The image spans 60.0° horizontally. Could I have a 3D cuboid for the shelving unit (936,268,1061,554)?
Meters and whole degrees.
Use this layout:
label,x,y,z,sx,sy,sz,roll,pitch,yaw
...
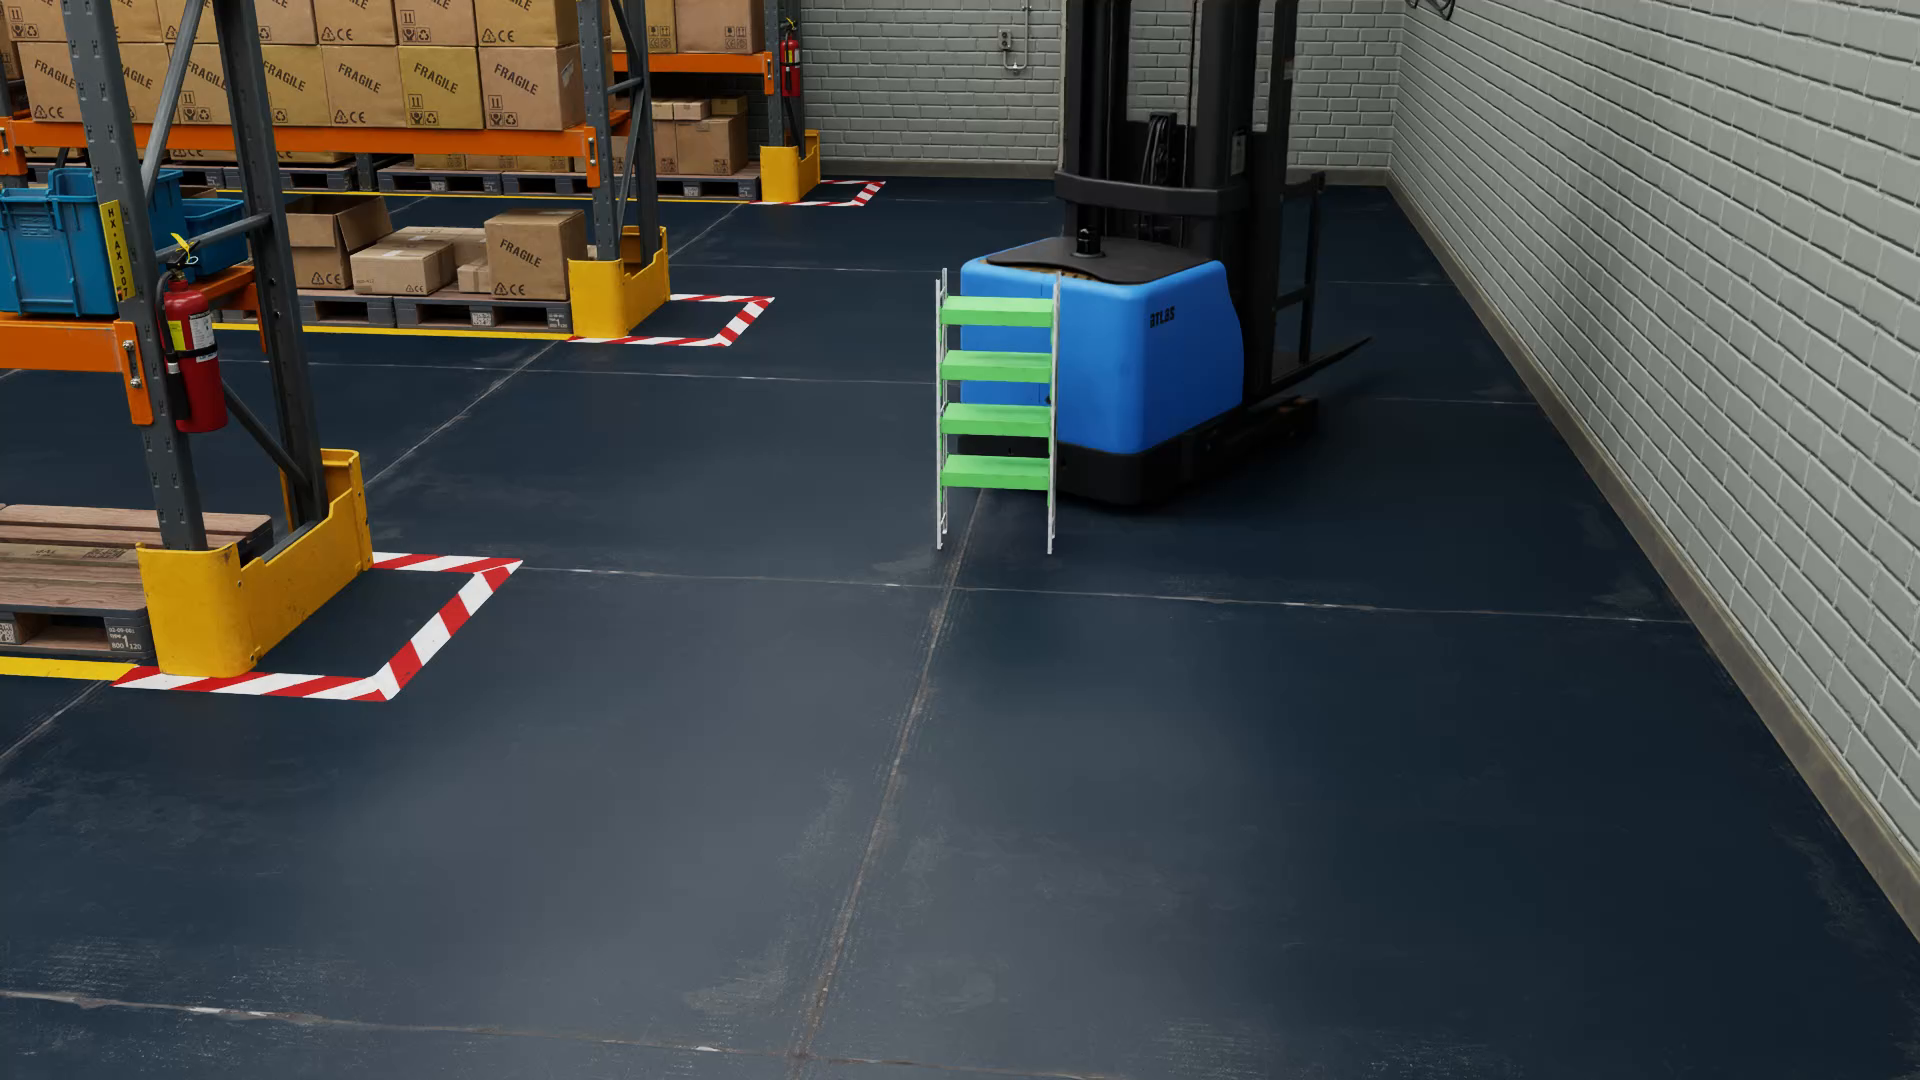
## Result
label,x,y,z,sx,sy,sz,roll,pitch,yaw
shelving unit,0.164,-0.551,7.201,0.503,1.200,0.258,2,22,6

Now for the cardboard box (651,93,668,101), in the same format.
label,x,y,z,sx,sy,sz,roll,pitch,yaw
cardboard box,-2.932,-4.144,15.789,0.250,0.149,0.380,3,22,7

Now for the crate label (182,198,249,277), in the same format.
label,x,y,z,sx,sy,sz,roll,pitch,yaw
crate label,-2.993,-1.179,6.489,0.303,0.233,0.416,2,22,6

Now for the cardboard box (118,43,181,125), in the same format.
label,x,y,z,sx,sy,sz,roll,pitch,yaw
cardboard box,-5.189,-2.984,10.771,0.500,0.500,0.500,3,22,7

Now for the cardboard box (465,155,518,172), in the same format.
label,x,y,z,sx,sy,sz,roll,pitch,yaw
cardboard box,-4.364,-3.829,15.873,0.500,0.500,0.700,2,22,6

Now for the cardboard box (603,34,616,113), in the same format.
label,x,y,z,sx,sy,sz,roll,pitch,yaw
cardboard box,-2.610,-3.069,10.986,0.500,0.500,0.500,3,22,7

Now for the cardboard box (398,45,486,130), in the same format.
label,x,y,z,sx,sy,sz,roll,pitch,yaw
cardboard box,-3.192,-2.895,10.545,0.500,0.500,0.500,3,22,7

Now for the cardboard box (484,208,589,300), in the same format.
label,x,y,z,sx,sy,sz,roll,pitch,yaw
cardboard box,-2.769,-1.883,10.923,0.500,0.500,0.500,2,22,6

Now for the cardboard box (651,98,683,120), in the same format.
label,x,y,z,sx,sy,sz,roll,pitch,yaw
cardboard box,-2.730,-3.994,15.408,0.250,0.149,0.380,3,22,8

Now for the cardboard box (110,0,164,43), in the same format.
label,x,y,z,sx,sy,sz,roll,pitch,yaw
cardboard box,-5.225,-3.446,10.581,0.500,0.500,0.500,2,22,5

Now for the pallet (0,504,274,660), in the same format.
label,x,y,z,sx,sy,sz,roll,pitch,yaw
pallet,-3.601,0.148,6.777,1.213,0.211,1.003,2,22,6

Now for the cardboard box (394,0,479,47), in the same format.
label,x,y,z,sx,sy,sz,roll,pitch,yaw
cardboard box,-3.176,-3.359,10.360,0.500,0.500,0.500,3,22,8

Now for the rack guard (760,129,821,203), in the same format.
label,x,y,z,sx,sy,sz,roll,pitch,yaw
rack guard,-1.597,-3.552,15.745,0.348,0.500,1.175,2,22,6

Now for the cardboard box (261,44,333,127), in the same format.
label,x,y,z,sx,sy,sz,roll,pitch,yaw
cardboard box,-4.188,-2.940,10.660,0.500,0.500,0.500,2,22,6

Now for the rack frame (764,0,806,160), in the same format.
label,x,y,z,sx,sy,sz,roll,pitch,yaw
rack frame,-1.621,-4.716,15.288,0.127,3.000,1.000,2,22,6

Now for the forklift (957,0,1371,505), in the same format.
label,x,y,z,sx,sy,sz,roll,pitch,yaw
forklift,1.275,-2.002,8.518,1.130,2.935,3.031,15,26,34

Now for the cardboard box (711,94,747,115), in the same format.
label,x,y,z,sx,sy,sz,roll,pitch,yaw
cardboard box,-2.180,-4.111,15.706,0.250,0.149,0.380,3,22,7

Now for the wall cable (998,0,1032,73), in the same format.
label,x,y,z,sx,sy,sz,roll,pitch,yaw
wall cable,-0.238,-5.478,15.834,1.851,1.984,0.084,2,22,6

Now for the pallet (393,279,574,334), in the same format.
label,x,y,z,sx,sy,sz,roll,pitch,yaw
pallet,-3.067,-1.647,11.320,1.213,0.211,1.003,2,22,6

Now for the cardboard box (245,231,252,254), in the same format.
label,x,y,z,sx,sy,sz,roll,pitch,yaw
cardboard box,-4.828,-2.081,11.681,0.500,0.311,0.500,2,22,6

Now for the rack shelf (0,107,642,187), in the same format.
label,x,y,z,sx,sy,sz,roll,pitch,yaw
rack shelf,-4.186,-2.659,11.064,4.000,0.370,1.077,2,22,6

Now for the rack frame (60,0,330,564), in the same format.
label,x,y,z,sx,sy,sz,roll,pitch,yaw
rack frame,-2.787,-1.099,6.139,0.127,3.000,1.000,2,22,6

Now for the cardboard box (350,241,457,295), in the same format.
label,x,y,z,sx,sy,sz,roll,pitch,yaw
cardboard box,-3.709,-1.818,11.101,0.500,0.250,0.500,2,22,6

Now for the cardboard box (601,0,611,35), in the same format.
label,x,y,z,sx,sy,sz,roll,pitch,yaw
cardboard box,-2.610,-3.534,10.802,0.500,0.500,0.500,3,22,8

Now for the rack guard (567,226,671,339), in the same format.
label,x,y,z,sx,sy,sz,roll,pitch,yaw
rack guard,-2.275,-1.748,11.180,0.348,0.500,1.175,2,22,6

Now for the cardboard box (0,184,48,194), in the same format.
label,x,y,z,sx,sy,sz,roll,pitch,yaw
cardboard box,-6.624,-2.232,11.807,0.500,0.500,0.500,2,22,4

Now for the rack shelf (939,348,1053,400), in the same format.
label,x,y,z,sx,sy,sz,roll,pitch,yaw
rack shelf,0.164,-0.715,7.136,0.480,0.148,0.258,2,22,6

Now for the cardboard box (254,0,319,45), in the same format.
label,x,y,z,sx,sy,sz,roll,pitch,yaw
cardboard box,-4.202,-3.402,10.468,0.500,0.500,0.500,3,22,8

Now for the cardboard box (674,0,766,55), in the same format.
label,x,y,z,sx,sy,sz,roll,pitch,yaw
cardboard box,-2.128,-4.874,15.279,0.700,0.700,0.980,3,22,9

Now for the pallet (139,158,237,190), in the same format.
label,x,y,z,sx,sy,sz,roll,pitch,yaw
pallet,-7.583,-3.650,16.384,1.213,0.211,1.003,2,22,6

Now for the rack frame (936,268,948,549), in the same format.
label,x,y,z,sx,sy,sz,roll,pitch,yaw
rack frame,-0.078,-0.561,7.228,0.015,1.200,0.240,2,22,6

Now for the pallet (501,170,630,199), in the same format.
label,x,y,z,sx,sy,sz,roll,pitch,yaw
pallet,-3.632,-3.479,15.951,1.213,0.211,1.003,2,22,6

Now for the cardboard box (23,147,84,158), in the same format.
label,x,y,z,sx,sy,sz,roll,pitch,yaw
cardboard box,-8.850,-4.178,16.280,0.750,0.750,0.750,2,22,6

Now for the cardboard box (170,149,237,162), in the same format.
label,x,y,z,sx,sy,sz,roll,pitch,yaw
cardboard box,-7.137,-4.102,16.089,0.750,0.750,0.750,3,22,8

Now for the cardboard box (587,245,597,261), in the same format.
label,x,y,z,sx,sy,sz,roll,pitch,yaw
cardboard box,-2.575,-1.929,11.519,0.250,0.149,0.380,2,22,6

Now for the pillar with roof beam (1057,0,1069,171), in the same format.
label,x,y,z,sx,sy,sz,roll,pitch,yaw
pillar with roof beam,0.656,-6.133,10.712,0.400,9.000,9.100,2,22,6

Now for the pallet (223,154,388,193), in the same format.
label,x,y,z,sx,sy,sz,roll,pitch,yaw
pallet,-6.368,-3.598,16.253,1.213,0.211,1.003,2,22,6

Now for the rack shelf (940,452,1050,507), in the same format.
label,x,y,z,sx,sy,sz,roll,pitch,yaw
rack shelf,0.164,-0.268,7.313,0.480,0.148,0.258,2,22,6

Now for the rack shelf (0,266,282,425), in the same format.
label,x,y,z,sx,sy,sz,roll,pitch,yaw
rack shelf,-4.773,-0.850,6.490,4.000,0.370,1.077,2,22,6

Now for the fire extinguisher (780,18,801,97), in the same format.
label,x,y,z,sx,sy,sz,roll,pitch,yaw
fire extinguisher,-1.525,-4.331,14.928,0.183,0.674,0.296,2,22,6

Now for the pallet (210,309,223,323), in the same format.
label,x,y,z,sx,sy,sz,roll,pitch,yaw
pallet,-5.490,-1.753,11.587,1.213,0.211,1.003,2,22,6

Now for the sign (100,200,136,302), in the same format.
label,x,y,z,sx,sy,sz,roll,pitch,yaw
sign,-2.835,-0.973,5.599,0.005,0.325,0.100,2,22,6

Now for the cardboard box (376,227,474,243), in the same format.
label,x,y,z,sx,sy,sz,roll,pitch,yaw
cardboard box,-3.700,-2.003,11.568,0.500,0.250,0.500,2,22,6

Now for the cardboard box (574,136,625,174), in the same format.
label,x,y,z,sx,sy,sz,roll,pitch,yaw
cardboard box,-3.324,-3.785,15.763,0.500,0.500,0.700,2,22,5

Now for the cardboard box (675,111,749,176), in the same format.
label,x,y,z,sx,sy,sz,roll,pitch,yaw
cardboard box,-2.328,-3.742,15.654,0.500,0.500,0.700,2,22,6
